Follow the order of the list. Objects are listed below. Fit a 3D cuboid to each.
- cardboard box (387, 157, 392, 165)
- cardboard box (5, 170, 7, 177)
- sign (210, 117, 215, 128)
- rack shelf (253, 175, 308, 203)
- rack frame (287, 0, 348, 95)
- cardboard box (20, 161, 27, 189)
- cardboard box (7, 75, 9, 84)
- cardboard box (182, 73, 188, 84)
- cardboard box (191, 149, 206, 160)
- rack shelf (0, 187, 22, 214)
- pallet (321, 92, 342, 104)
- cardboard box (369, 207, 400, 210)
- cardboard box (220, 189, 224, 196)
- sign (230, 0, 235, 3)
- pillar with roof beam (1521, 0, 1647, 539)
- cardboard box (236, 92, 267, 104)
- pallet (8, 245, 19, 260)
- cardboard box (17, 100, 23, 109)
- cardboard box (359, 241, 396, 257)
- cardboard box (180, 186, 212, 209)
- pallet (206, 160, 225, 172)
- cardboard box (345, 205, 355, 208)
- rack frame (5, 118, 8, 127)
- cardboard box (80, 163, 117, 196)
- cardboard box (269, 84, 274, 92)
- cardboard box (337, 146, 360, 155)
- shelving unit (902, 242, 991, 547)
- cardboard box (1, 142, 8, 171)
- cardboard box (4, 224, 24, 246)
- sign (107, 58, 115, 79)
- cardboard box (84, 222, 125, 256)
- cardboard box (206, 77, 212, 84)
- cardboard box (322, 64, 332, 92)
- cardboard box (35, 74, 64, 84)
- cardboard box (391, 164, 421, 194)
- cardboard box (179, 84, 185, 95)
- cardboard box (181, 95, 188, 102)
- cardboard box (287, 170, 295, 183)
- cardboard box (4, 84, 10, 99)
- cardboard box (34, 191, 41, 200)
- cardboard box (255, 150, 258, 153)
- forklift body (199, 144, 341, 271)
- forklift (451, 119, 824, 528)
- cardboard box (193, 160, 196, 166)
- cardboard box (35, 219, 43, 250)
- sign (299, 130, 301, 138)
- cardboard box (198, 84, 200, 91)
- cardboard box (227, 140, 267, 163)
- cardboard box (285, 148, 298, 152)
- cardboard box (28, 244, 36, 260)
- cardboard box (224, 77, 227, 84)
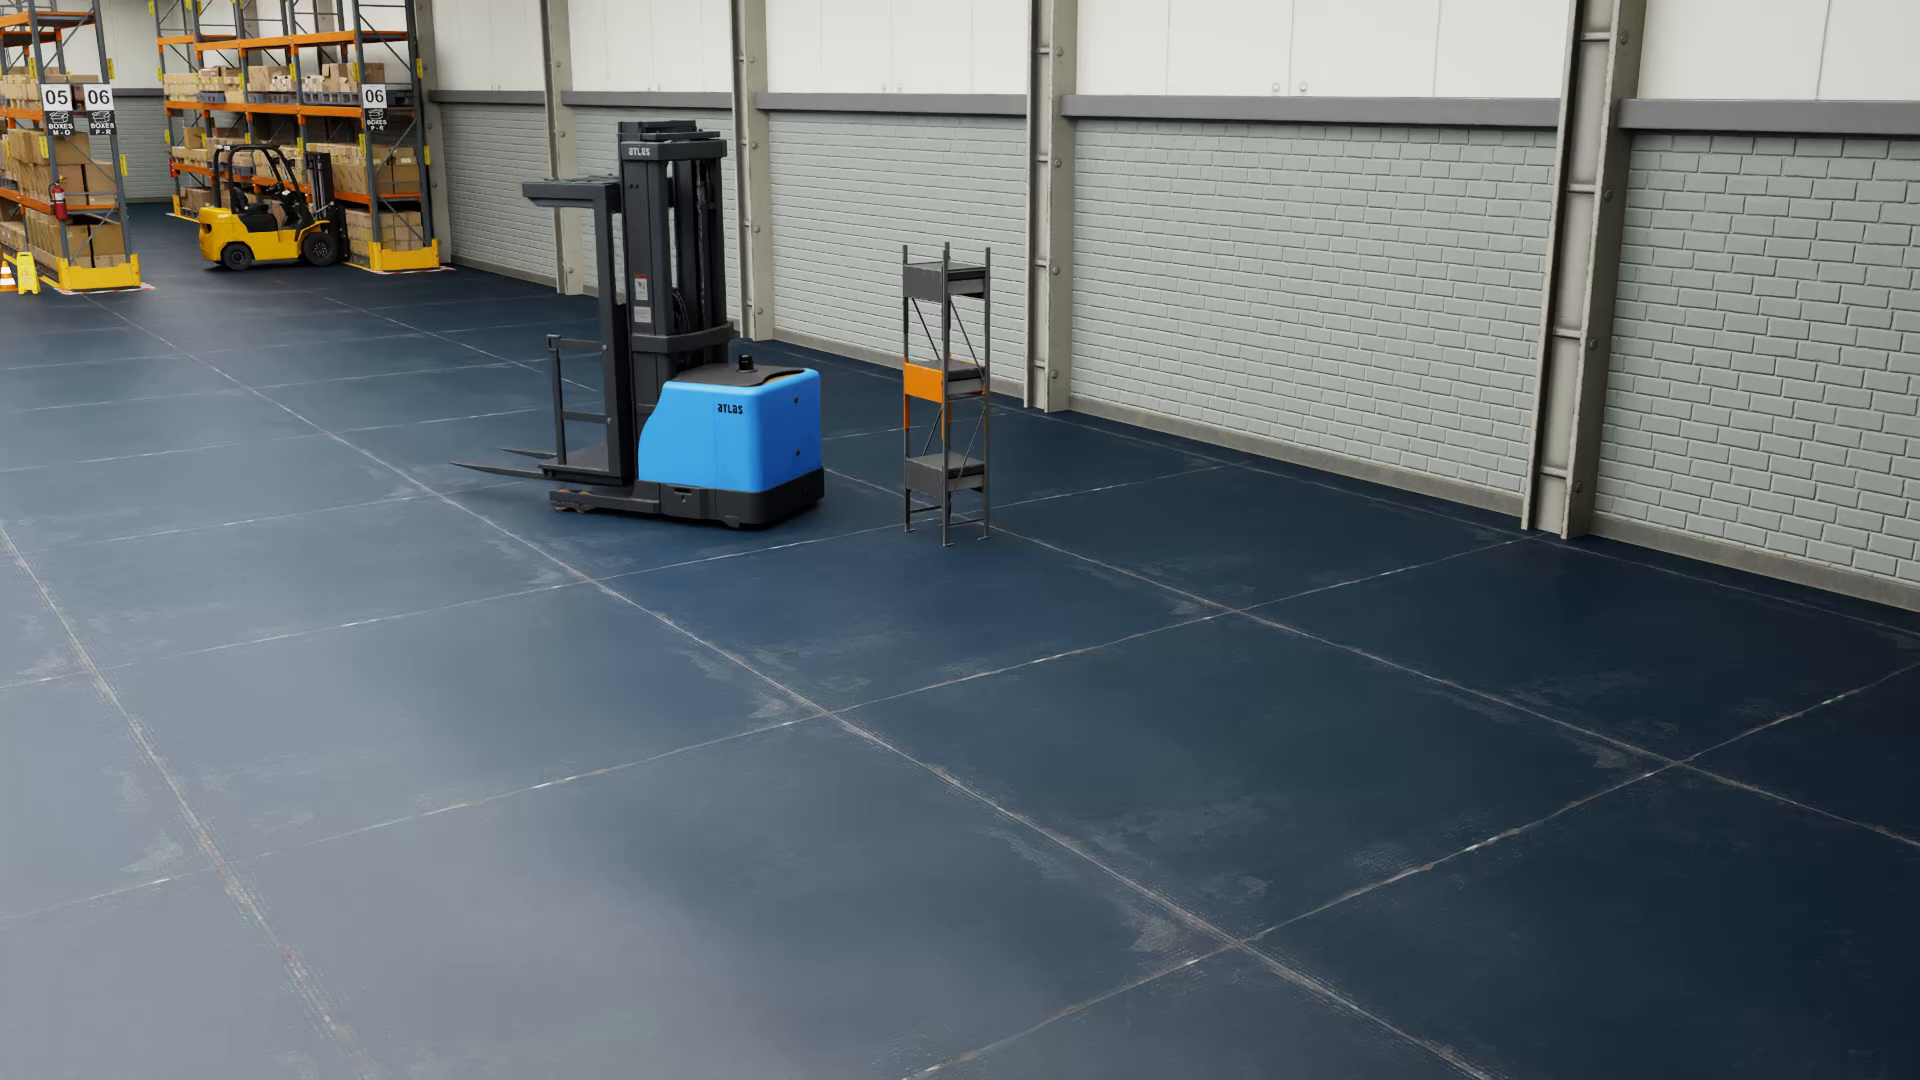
[{"bbox_3d":[-10.198,-6.869,30.073,0.380,0.149,0.250,-11,19,-35],"label":"cardboard box"},{"bbox_3d":[-17.776,-6.920,31.358,0.380,0.149,0.250,-10,18,-33],"label":"cardboard box"},{"bbox_3d":[-18.958,-10.562,42.191,0.100,0.325,0.005,-11,19,-35],"label":"sign"},{"bbox_3d":[-13.539,-7.287,34.380,1.077,0.370,4.000,-11,19,-35],"label":"rack shelf"},{"bbox_3d":[-12.363,-10.100,31.933,1.000,3.000,0.127,-11,19,-35],"label":"rack frame"},{"bbox_3d":[-16.029,-6.386,28.975,0.500,0.500,0.500,-11,19,-35],"label":"cardboard box"},{"bbox_3d":[-16.279,-7.977,28.822,0.380,0.149,0.250,-10,18,-33],"label":"cardboard box"},{"bbox_3d":[-18.155,-10.961,39.533,0.500,0.250,0.500,-10,18,-34],"label":"cardboard box"},{"bbox_3d":[-18.153,-9.270,39.985,0.500,0.250,0.500,-11,19,-35],"label":"cardboard box"},{"bbox_3d":[-17.552,-6.515,31.562,1.077,0.370,4.000,-11,19,-35],"label":"rack shelf"},{"bbox_3d":[-11.128,-8.172,30.739,1.003,0.211,1.213,-11,19,-35],"label":"pallet"},{"bbox_3d":[-10.723,-6.058,31.046,0.500,0.250,0.500,-11,19,-35],"label":"cardboard box"},{"bbox_3d":[-17.071,-8.107,38.724,0.380,0.149,0.250,-10,18,-32],"label":"cardboard box"},{"bbox_3d":[-15.148,-11.357,34.604,0.100,0.325,0.005,-11,19,-35],"label":"sign"},{"bbox_3d":[0.937,-3.742,8.700,9.100,9.000,0.400,-11,19,-35],"label":"pillar with roof beam"},{"bbox_3d":[-15.213,-9.507,35.732,0.500,0.250,0.500,-12,19,-36],"label":"cardboard box"},{"bbox_3d":[-17.557,-5.517,31.834,1.003,0.211,1.213,-11,19,-35],"label":"pallet"},{"bbox_3d":[-15.704,-7.367,28.106,0.380,0.149,0.250,-11,19,-36],"label":"cardboard box"},{"bbox_3d":[-10.543,-5.280,30.099,0.500,0.250,0.500,-11,19,-34],"label":"cardboard box"},{"bbox_3d":[-19.136,-8.622,41.830,0.797,0.503,0.637,-12,19,-37],"label":"cardboard box"},{"bbox_3d":[-16.686,-8.635,38.306,1.003,0.211,1.213,-11,19,-35],"label":"pallet"},{"bbox_3d":[-11.738,-6.198,31.559,0.500,0.250,0.500,-10,18,-33],"label":"cardboard box"},{"bbox_3d":[-21.080,-8.144,36.148,1.000,3.000,0.127,-11,19,-35],"label":"rack frame"},{"bbox_3d":[-14.078,-5.917,27.260,0.500,0.500,0.500,-11,19,-35],"label":"cardboard box"},{"bbox_3d":[-13.709,-9.135,33.581,0.380,0.149,0.250,-11,19,-35],"label":"cardboard box"},{"bbox_3d":[-11.224,-7.158,30.565,0.380,0.149,0.250,-10,18,-33],"label":"cardboard box"},{"bbox_3d":[-0.097,-1.048,11.928,0.431,2.100,0.503,-11,19,-35],"label":"shelving unit"},{"bbox_3d":[-17.425,-7.109,30.821,0.500,0.500,0.500,-10,18,-33],"label":"cardboard box"},{"bbox_3d":[-17.964,-5.946,32.301,0.950,0.372,0.625,-11,19,-36],"label":"cardboard box"},{"bbox_3d":[-13.585,-7.534,26.583,0.100,0.325,0.005,-11,19,-35],"label":"sign"},{"bbox_3d":[-14.289,-5.039,27.799,0.500,0.500,0.500,-12,19,-36],"label":"cardboard box"},{"bbox_3d":[-16.744,-10.345,37.438,0.380,0.149,0.250,-11,19,-35],"label":"cardboard box"},{"bbox_3d":[-11.303,-8.522,30.667,0.797,0.503,0.637,-10,18,-33],"label":"cardboard box"},{"bbox_3d":[-14.462,-7.318,26.414,0.380,0.149,0.250,-11,19,-34],"label":"cardboard box"},{"bbox_3d":[-10.078,-6.550,30.135,0.500,0.500,0.500,-10,18,-33],"label":"cardboard box"},{"bbox_3d":[-18.450,-10.826,39.989,0.500,0.250,0.500,-11,19,-35],"label":"cardboard box"},{"bbox_3d":[-18.447,-10.596,39.901,0.380,0.149,0.250,-10,18,-33],"label":"cardboard box"},{"bbox_3d":[-13.171,-7.308,33.378,0.500,0.250,0.500,-11,19,-35],"label":"cardboard box"},{"bbox_3d":[-16.339,-7.817,28.993,0.500,0.250,0.500,-11,19,-36],"label":"cardboard box"},{"bbox_3d":[-15.535,-5.873,28.328,0.380,0.149,0.250,-11,19,-35],"label":"cardboard box"},{"bbox_3d":[-14.766,-8.308,35.331,0.380,0.149,0.250,-10,18,-33],"label":"cardboard box"},{"bbox_3d":[-12.602,-6.065,30.161,2.313,2.155,1.214,-11,19,-35],"label":"forklift body"},{"bbox_3d":[-2.628,-1.741,12.884,3.031,2.935,1.130,7,17,23],"label":"forklift"},{"bbox_3d":[-18.352,-9.155,40.319,0.380,0.149,0.250,-11,19,-35],"label":"cardboard box"},{"bbox_3d":[-15.620,-5.282,28.685,0.500,0.500,0.500,-10,18,-32],"label":"cardboard box"},{"bbox_3d":[-14.268,-8.706,36.010,0.100,0.325,0.005,-11,19,-35],"label":"sign"},{"bbox_3d":[-17.213,-10.366,38.076,0.380,0.149,0.250,-11,19,-34],"label":"cardboard box"},{"bbox_3d":[-15.825,-8.633,36.945,0.797,0.503,0.637,-11,19,-36],"label":"cardboard box"},{"bbox_3d":[-13.377,-7.820,33.548,0.380,0.149,0.250,-11,19,-36],"label":"cardboard box"},{"bbox_3d":[-16.248,-5.144,29.601,0.500,0.250,0.500,-12,19,-37],"label":"cardboard box"},{"bbox_3d":[-15.920,-10.076,36.490,0.380,0.149,0.250,-11,19,-34],"label":"cardboard box"}]
